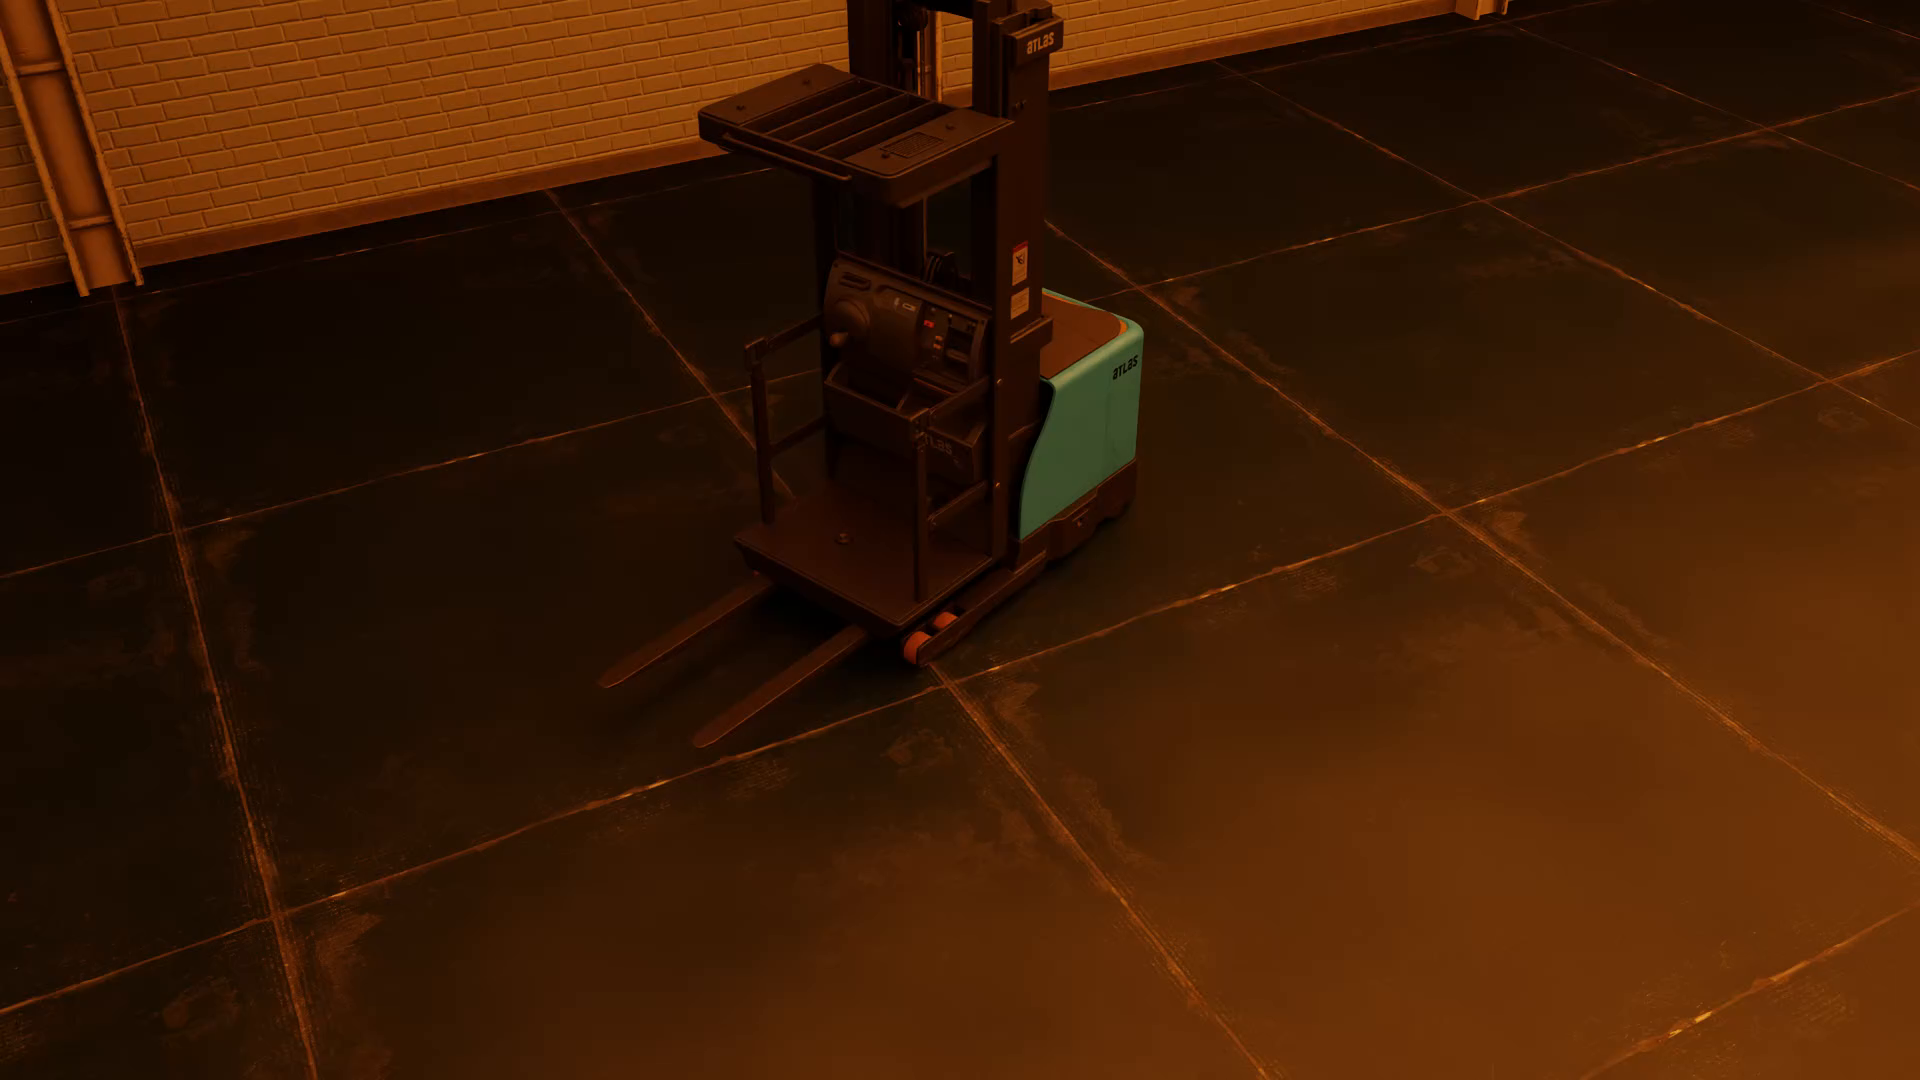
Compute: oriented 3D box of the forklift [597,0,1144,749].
[{"bbox_3d":[-0.390,-0.927,7.434,1.130,2.935,3.031,26,43,31],"label":"forklift"}]
